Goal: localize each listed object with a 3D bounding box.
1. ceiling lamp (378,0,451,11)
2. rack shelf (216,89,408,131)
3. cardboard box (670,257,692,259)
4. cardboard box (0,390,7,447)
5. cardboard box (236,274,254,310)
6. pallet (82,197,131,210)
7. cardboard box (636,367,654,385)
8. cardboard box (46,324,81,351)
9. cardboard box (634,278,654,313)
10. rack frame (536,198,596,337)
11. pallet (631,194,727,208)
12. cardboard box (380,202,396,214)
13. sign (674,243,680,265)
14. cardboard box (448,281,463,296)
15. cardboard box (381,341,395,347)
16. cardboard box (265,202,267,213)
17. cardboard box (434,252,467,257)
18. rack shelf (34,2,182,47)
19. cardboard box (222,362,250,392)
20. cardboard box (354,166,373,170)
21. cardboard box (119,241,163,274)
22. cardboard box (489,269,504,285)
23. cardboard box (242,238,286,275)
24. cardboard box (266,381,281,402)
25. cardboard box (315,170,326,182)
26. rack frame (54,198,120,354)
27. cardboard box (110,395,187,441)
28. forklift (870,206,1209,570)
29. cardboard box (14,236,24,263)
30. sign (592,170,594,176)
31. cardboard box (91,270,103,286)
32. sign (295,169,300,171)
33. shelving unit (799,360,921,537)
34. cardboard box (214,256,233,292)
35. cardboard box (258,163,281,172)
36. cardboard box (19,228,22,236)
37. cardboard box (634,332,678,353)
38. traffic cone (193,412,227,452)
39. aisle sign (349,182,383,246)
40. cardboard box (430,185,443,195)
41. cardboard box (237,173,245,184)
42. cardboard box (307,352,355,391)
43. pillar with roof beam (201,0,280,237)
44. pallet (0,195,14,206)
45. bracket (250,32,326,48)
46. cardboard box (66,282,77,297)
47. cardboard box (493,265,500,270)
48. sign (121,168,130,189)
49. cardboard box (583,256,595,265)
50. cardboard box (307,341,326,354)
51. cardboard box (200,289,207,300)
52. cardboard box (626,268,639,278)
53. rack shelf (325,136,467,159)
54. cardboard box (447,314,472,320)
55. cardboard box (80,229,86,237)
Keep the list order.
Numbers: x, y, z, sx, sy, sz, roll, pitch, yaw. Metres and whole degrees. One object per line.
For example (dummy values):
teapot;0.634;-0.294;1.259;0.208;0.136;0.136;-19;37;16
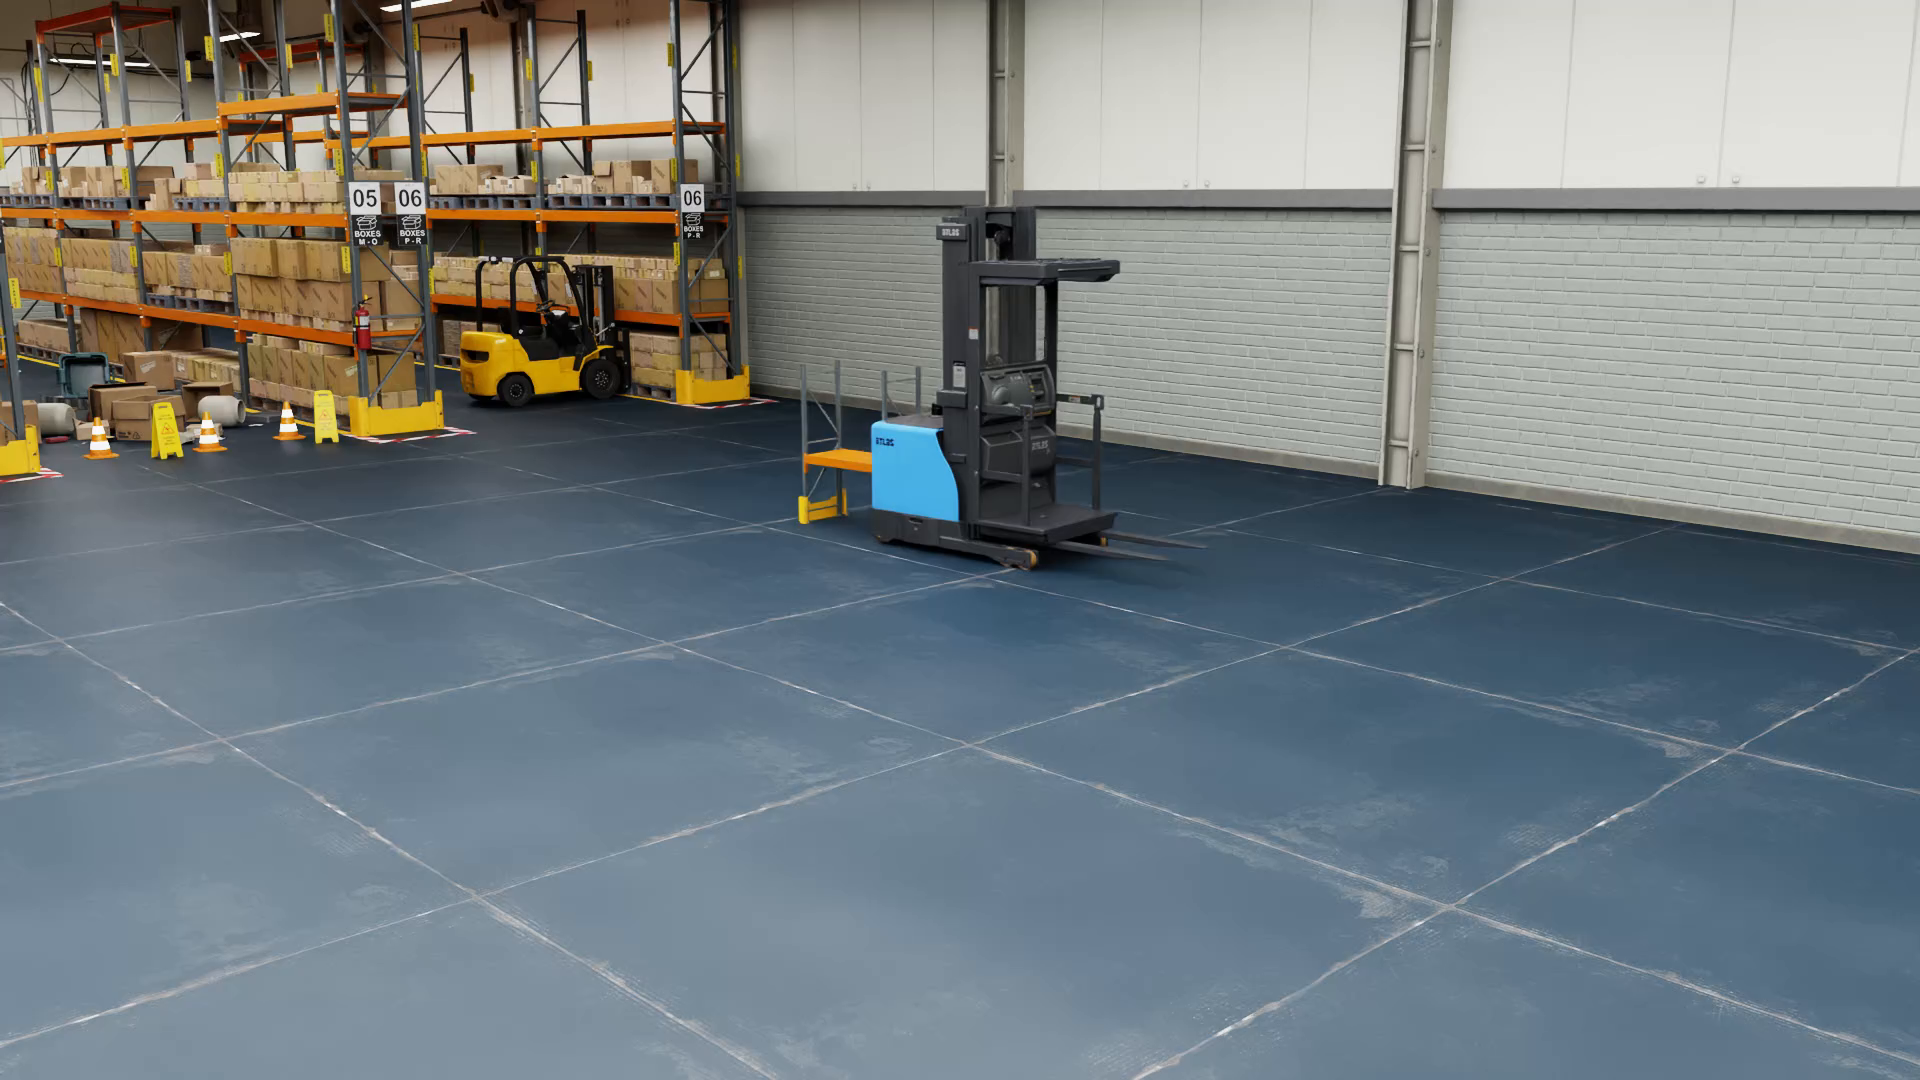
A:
ceiling lamp;-7.997;-9.634;24.905;0.800;3.185;2.000;-11;16;-43
rack shelf;-8.710;-5.763;22.375;1.077;0.370;4.000;-11;16;-43
cardboard box;-4.327;-4.288;25.698;0.380;0.149;0.250;-11;16;-42
cardboard box;-11.355;-1.437;18.678;0.875;0.875;0.875;-11;16;-42
cardboard box;-9.988;-3.562;23.783;0.500;0.500;0.500;-11;16;-43
pallet;-14.110;-5.680;28.084;1.003;0.211;1.213;-10;15;-40
cardboard box;-4.630;-2.537;25.563;0.500;0.250;0.500;-11;16;-43
cardboard box;-16.590;-3.826;31.358;0.875;0.438;0.875;11;16;43
cardboard box;-4.622;-3.740;25.385;0.500;0.500;0.500;-10;15;-41
rack frame;-6.503;-4.163;27.684;1.000;3.000;0.127;-11;16;-43
pallet;-4.210;-5.112;25.075;1.003;0.211;1.213;-11;16;-43
cardboard box;-7.323;-4.327;21.667;0.380;0.149;0.250;-11;16;-42
sign;-4.143;-4.189;24.352;0.100;0.325;0.005;-11;16;-43
cardboard box;-8.792;-4.500;29.693;0.500;0.250;0.500;-11;16;-44
cardboard box;-10.787;-3.984;31.967;0.500;0.500;0.500;11;16;43
cardboard box;-9.341;-4.588;22.935;0.250;0.149;0.380;11;16;43
cardboard box;-9.508;-5.098;30.935;0.500;0.500;0.500;-10;15;-40
rack shelf;-14.234;-8.560;27.706;1.077;0.370;4.000;-11;16;-43
cardboard box;-10.455;-2.466;24.916;0.950;0.372;0.625;-11;16;-42
cardboard box;-11.767;-7.245;32.779;0.396;0.266;0.258;-11;16;-43
cardboard box;-13.399;-4.632;27.236;0.500;0.500;0.500;11;16;44
cardboard box;-7.737;-4.520;28.549;0.500;0.250;0.500;-10;16;-41
cardboard box;-9.607;-3.983;23.348;0.700;0.500;0.500;-11;16;-42
cardboard box;-9.502;-2.130;23.588;0.500;0.250;0.500;-10;15;-39
cardboard box;-8.115;-4.709;21.549;0.380;0.149;0.250;-11;16;-43
rack frame;-15.615;-4.638;29.991;1.000;3.000;0.127;-11;16;-43
cardboard box;-10.372;-1.568;21.274;0.637;0.503;0.797;1;12;6
forklift;0.656;-1.307;13.990;3.031;2.935;1.130;10;15;39
cardboard box;-17.529;-5.502;31.460;0.500;0.500;0.500;-11;16;-43
sign;-6.103;-6.002;27.697;0.100;0.325;0.005;-11;16;-43
cardboard box;-14.455;-4.483;28.370;0.500;0.250;0.500;11;16;43
sign;-9.704;-5.270;24.341;0.100;0.325;0.005;-11;16;-43
shelving unit;-0.924;-0.873;15.433;1.083;1.500;0.587;10;15;39
cardboard box;-10.576;-3.906;24.413;0.500;0.500;0.500;-11;16;-44
cardboard box;-10.556;-5.529;24.975;0.500;0.250;0.500;-11;16;-44
cardboard box;-17.447;-5.797;31.280;0.380;0.149;0.250;-11;16;-42
cardboard box;-4.641;-3.025;25.457;0.500;0.250;0.500;-11;16;-42
traffic cone;-9.126;-1.323;20.187;0.336;0.463;0.334;-11;16;-43
aisle sign;-7.495;-4.111;20.988;0.394;0.787;0.004;-11;16;-43
cardboard box;-9.244;-6.263;29.733;0.380;0.166;0.250;-11;16;-43
cardboard box;-9.909;-5.082;23.358;0.380;0.149;0.250;-10;15;-41
cardboard box;-8.433;-2.269;22.408;0.500;0.500;0.500;-10;15;-40
pillar with roof beam;-19.114;-8.772;35.187;9.100;9.000;0.548;-11;16;-43
pallet;-17.858;-6.541;32.012;1.003;0.211;1.213;-11;16;-43
bracket;-14.179;-10.646;35.364;0.076;0.066;4.783;-11;16;-43
cardboard box;-15.502;-4.464;29.516;0.500;0.250;0.500;11;16;44
cardboard box;-7.804;-4.731;28.585;0.380;0.149;0.250;-11;16;-42
sign;-13.260;-5.739;26.425;0.100;0.325;0.005;-11;16;-43
cardboard box;-5.767;-4.440;26.435;0.380;0.149;0.250;-11;16;-43
cardboard box;-8.544;-2.593;22.370;0.380;0.149;0.250;-11;16;-42
cardboard box;-11.198;-3.700;25.020;0.380;0.149;0.250;-11;16;-42
cardboard box;-4.897;-4.107;25.557;0.250;0.149;0.380;11;16;43
rack shelf;-10.647;-7.429;31.442;1.077;0.370;4.000;-11;16;-43
cardboard box;-9.400;-4.165;31.242;0.380;0.149;0.250;-10;15;-40
cardboard box;-15.834;-5.612;30.384;0.380;0.149;0.250;-11;16;-42
